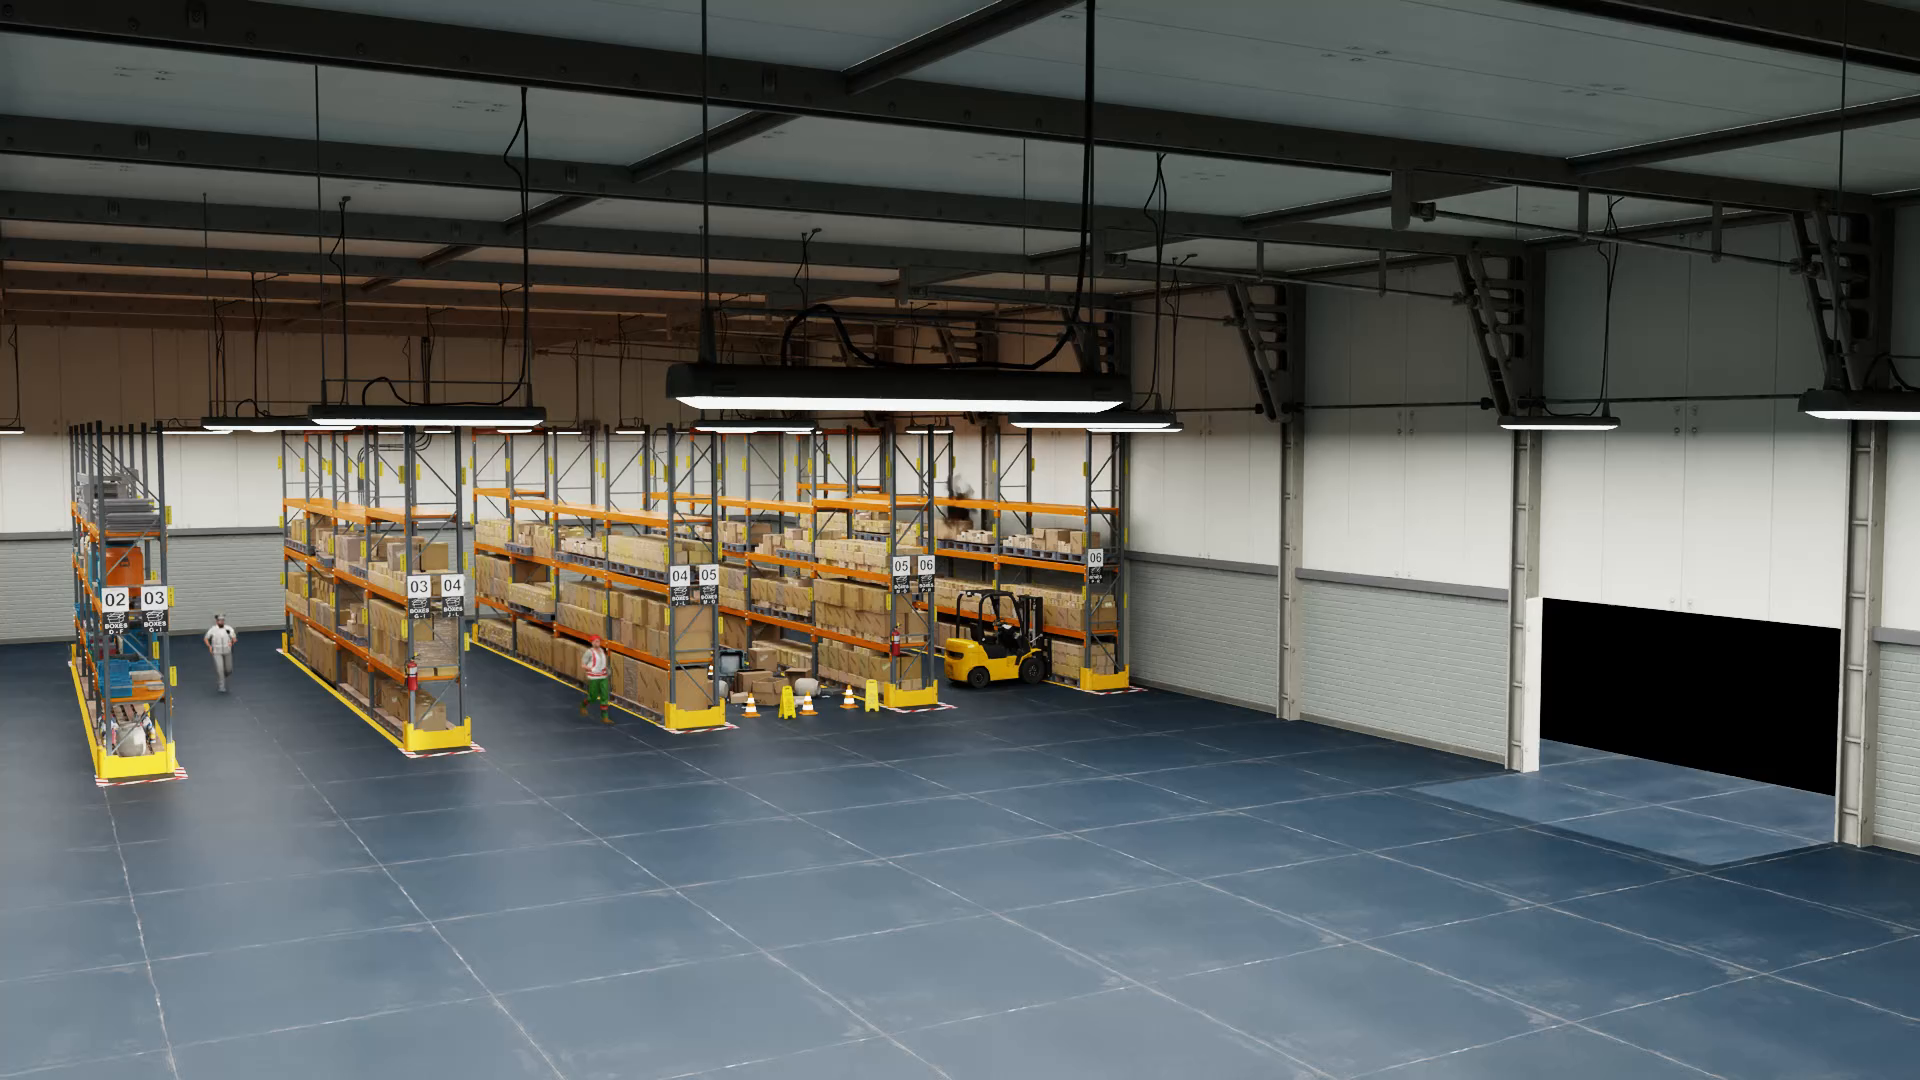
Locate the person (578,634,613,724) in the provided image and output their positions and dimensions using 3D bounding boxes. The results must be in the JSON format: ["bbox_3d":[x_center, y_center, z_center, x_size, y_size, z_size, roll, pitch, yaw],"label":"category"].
[{"bbox_3d":[-7.257,2.768,33.234,0.971,1.768,0.658,3,5,40],"label":"person"}]

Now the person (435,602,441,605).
[{"bbox_3d":[-14.668,2.072,46.043,0.660,1.676,0.761,0,4,6],"label":"person"}]

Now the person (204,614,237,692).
[{"bbox_3d":[-16.684,2.527,37.562,0.674,1.745,0.768,-2,4,-35],"label":"person"}]
